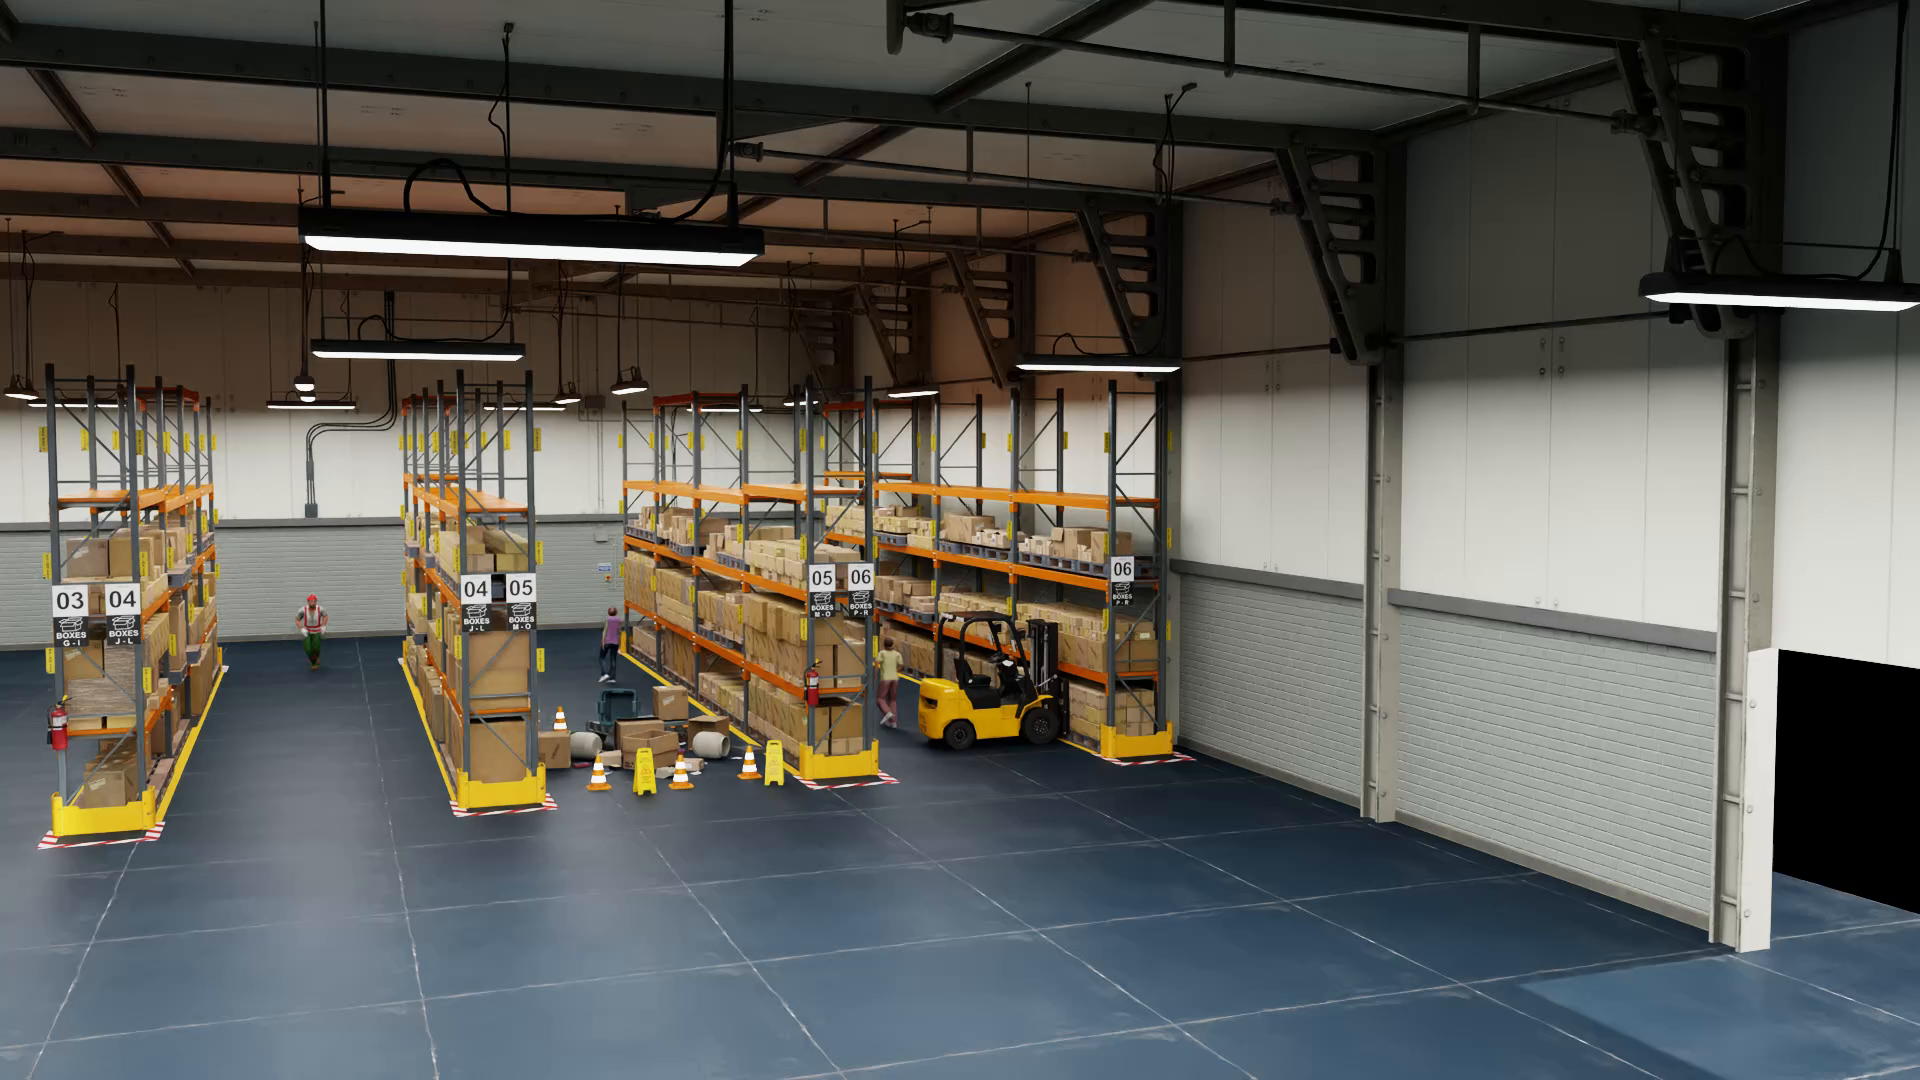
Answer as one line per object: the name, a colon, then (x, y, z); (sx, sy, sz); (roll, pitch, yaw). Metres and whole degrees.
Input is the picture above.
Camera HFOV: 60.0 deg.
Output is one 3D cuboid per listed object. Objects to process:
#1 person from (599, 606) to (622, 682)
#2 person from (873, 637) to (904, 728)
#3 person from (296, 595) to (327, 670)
person: (-7.280, 2.173, 34.624); (0.502, 1.599, 0.320); (-2, 4, -32)
person: (-1.265, 2.505, 29.440); (0.583, 1.568, 0.711); (-1, 4, -20)
person: (-14.255, 2.029, 36.572); (0.615, 1.684, 0.632); (-1, 3, -12)
